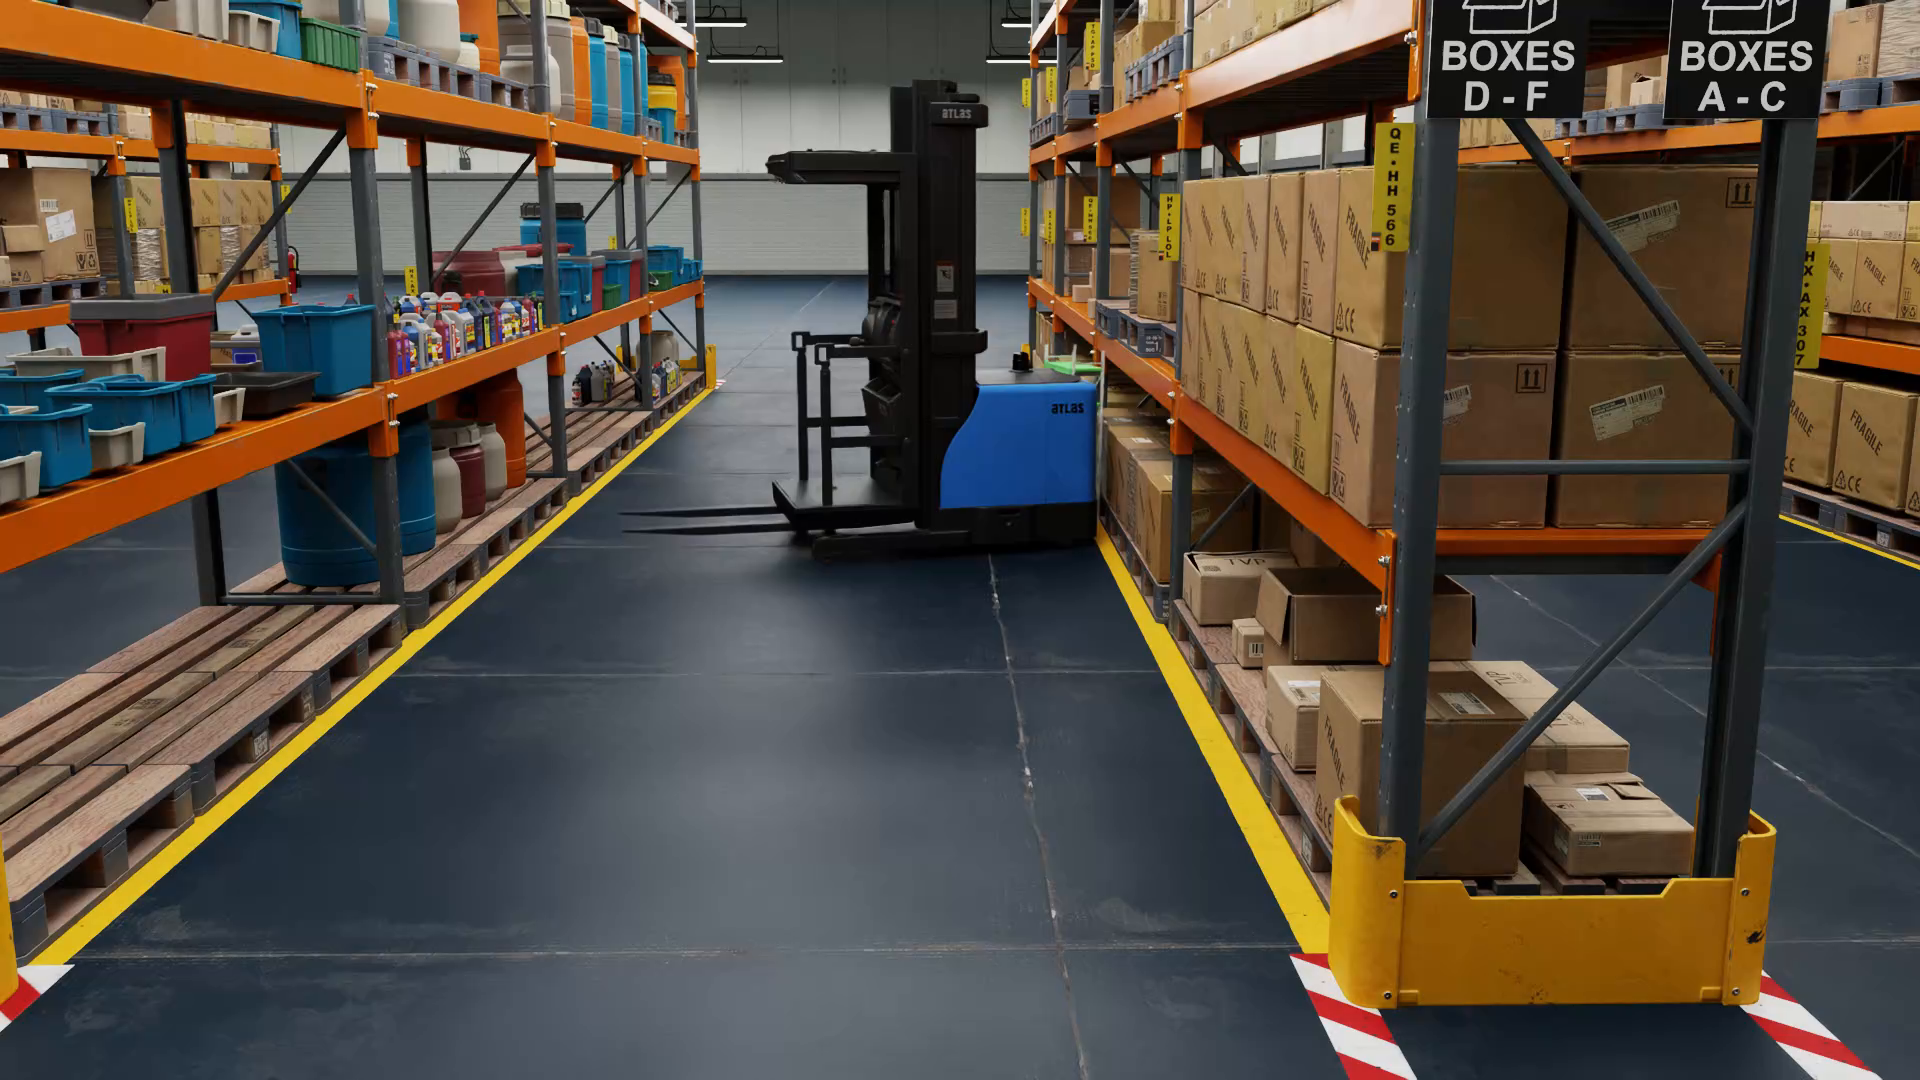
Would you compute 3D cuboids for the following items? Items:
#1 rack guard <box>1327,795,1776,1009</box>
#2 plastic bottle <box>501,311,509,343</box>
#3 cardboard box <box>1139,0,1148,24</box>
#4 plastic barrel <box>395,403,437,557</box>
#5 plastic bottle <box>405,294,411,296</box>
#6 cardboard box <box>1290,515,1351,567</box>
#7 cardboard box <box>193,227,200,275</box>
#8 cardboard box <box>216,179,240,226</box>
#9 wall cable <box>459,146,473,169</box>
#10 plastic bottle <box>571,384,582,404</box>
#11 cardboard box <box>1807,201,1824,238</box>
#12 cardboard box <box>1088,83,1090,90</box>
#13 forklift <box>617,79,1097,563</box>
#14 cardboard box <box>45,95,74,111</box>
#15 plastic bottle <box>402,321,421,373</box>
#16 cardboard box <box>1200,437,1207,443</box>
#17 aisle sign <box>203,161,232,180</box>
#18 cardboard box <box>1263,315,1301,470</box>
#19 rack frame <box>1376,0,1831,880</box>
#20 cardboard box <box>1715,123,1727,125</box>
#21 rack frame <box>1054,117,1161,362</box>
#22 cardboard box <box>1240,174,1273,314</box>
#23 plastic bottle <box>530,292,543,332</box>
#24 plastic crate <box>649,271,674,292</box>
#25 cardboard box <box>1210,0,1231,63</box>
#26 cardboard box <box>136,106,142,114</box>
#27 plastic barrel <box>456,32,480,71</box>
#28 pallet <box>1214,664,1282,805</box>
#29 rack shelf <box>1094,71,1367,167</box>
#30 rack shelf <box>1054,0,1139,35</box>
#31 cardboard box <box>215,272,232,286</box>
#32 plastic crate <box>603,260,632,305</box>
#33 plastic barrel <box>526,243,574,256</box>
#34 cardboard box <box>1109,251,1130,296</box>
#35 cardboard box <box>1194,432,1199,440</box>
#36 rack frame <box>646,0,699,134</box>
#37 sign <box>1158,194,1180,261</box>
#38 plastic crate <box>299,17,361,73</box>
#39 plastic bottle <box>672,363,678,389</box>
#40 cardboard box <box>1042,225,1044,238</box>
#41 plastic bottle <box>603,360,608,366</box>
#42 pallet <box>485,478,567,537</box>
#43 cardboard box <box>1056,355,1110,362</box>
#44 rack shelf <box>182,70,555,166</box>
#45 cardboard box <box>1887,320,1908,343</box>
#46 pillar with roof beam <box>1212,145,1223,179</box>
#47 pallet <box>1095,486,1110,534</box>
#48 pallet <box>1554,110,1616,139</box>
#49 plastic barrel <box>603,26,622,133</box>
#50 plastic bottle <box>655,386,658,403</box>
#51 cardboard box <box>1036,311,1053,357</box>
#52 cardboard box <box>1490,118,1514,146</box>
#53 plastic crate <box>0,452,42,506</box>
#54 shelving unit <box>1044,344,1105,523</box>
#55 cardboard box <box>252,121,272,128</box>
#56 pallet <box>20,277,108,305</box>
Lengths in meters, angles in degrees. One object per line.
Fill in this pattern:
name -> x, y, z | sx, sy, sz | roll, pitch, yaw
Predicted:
rack guard -> 1.671, 1.023, 4.757 | 1.175, 0.500, 0.348 | 0, 11, -1
plastic bottle -> -3.009, -1.396, 10.896 | 0.097, 0.201, 0.097 | 0, 11, 0
cardboard box -> 1.510, -3.699, 11.437 | 0.500, 0.500, 0.500 | 0, 11, -1
plastic barrel -> -3.371, -0.388, 9.651 | 0.600, 0.901, 0.708 | 0, 11, -1
plastic bottle -> -3.798, -1.547, 11.434 | 0.061, 0.283, 0.133 | 0, 11, -1
cardboard box -> 1.886, 0.140, 8.006 | 0.500, 0.500, 0.500 | 0, 11, -1
cardboard box -> -8.513, -3.015, 17.376 | 0.875, 0.500, 0.500 | 0, 11, -1
cardboard box -> -8.280, -3.705, 18.262 | 0.500, 0.500, 0.500 | 0, 11, -1
wall cable -> -14.186, -14.320, 50.459 | 2.305, 6.003, 0.169 | 0, 11, -1
plastic bottle -> -3.846, -1.467, 16.679 | 0.097, 0.201, 0.097 | 0, 11, 0
cardboard box -> 6.212, -2.273, 11.782 | 0.500, 0.250, 0.500 | 0, 11, 0
cardboard box -> 1.428, -4.052, 15.263 | 0.500, 0.250, 0.500 | 1, 12, 5
forklift -> -0.683, -1.408, 10.627 | 3.031, 2.935, 1.130 | -3, 12, -13
cardboard box -> -8.569, -4.165, 15.182 | 0.797, 0.503, 0.637 | -1, 11, -4
plastic bottle -> -2.968, -1.042, 8.976 | 0.097, 0.271, 0.097 | 0, 11, 0
cardboard box -> 1.792, -0.735, 10.434 | 0.500, 0.250, 0.500 | 0, 11, -2
aisle sign -> -8.863, -4.612, 19.710 | 0.394, 0.787, 0.004 | 0, 11, -1
cardboard box -> 1.373, -0.526, 5.855 | 0.500, 0.500, 0.500 | 0, 11, -1
rack frame -> 1.673, -0.186, 4.434 | 1.000, 3.000, 0.127 | 0, 11, -1
cardboard box -> 6.526, -3.586, 13.338 | 0.797, 0.503, 0.637 | 1, 12, 7
rack frame -> 1.425, -2.572, 16.192 | 1.000, 3.000, 0.127 | 0, 11, -1
cardboard box -> 1.352, -1.118, 6.261 | 0.500, 0.500, 0.500 | 0, 11, 1
plastic bottle -> -3.010, -1.621, 11.800 | 0.061, 0.283, 0.133 | 0, 11, -1
plastic crate -> -3.273, -2.719, 17.452 | 0.450, 0.188, 0.662 | 0, 11, -1
cardboard box -> 1.359, -2.181, 7.099 | 0.500, 0.250, 0.500 | 0, 11, -1
cardboard box -> -8.251, -4.242, 16.256 | 0.380, 0.149, 0.250 | -1, 11, -4
plastic barrel -> -3.276, -3.153, 10.802 | 0.301, 0.262, 0.301 | 0, 11, 0
pallet -> 1.632, 0.765, 6.759 | 1.003, 0.211, 1.213 | 0, 11, -1
rack shelf -> 1.549, -2.497, 10.086 | 1.077, 0.370, 4.000 | 0, 11, -1
rack shelf -> 1.466, -4.566, 13.747 | 1.077, 0.370, 4.000 | 0, 11, -1
cardboard box -> -8.214, -2.850, 18.197 | 0.380, 0.149, 0.250 | 0, 11, -1
plastic crate -> -3.194, -2.326, 15.022 | 0.392, 0.384, 0.575 | 0, 11, -1
plastic barrel -> -3.727, -2.428, 15.140 | 0.433, 0.535, 0.433 | 0, 11, 0
cardboard box -> 1.457, -2.159, 13.906 | 0.500, 0.500, 0.500 | -1, 11, -4
cardboard box -> 1.772, -0.479, 11.059 | 0.500, 0.500, 0.500 | -1, 11, -3
rack frame -> -3.610, -6.288, 19.418 | 1.000, 3.000, 0.127 | 0, 11, -1
sign -> 1.036, -1.546, 8.223 | 0.100, 0.325, 0.005 | 0, 11, -1
plastic crate -> -3.051, -2.245, 7.570 | 0.450, 0.188, 0.662 | 0, 11, -1
plastic bottle -> -3.153, -1.787, 18.068 | 0.152, 0.276, 0.135 | -1, 11, -3
cardboard box -> 1.147, -3.553, 19.145 | 0.380, 0.149, 0.250 | 0, 11, -1
plastic bottle -> -3.898, -1.825, 18.236 | 0.061, 0.283, 0.133 | 0, 11, 0
pallet -> -3.387, -0.234, 11.682 | 1.003, 0.211, 1.213 | 0, 11, -1
cardboard box -> 1.185, -1.622, 15.958 | 0.500, 0.311, 0.500 | 0, 11, -1
rack shelf -> -3.403, -2.477, 9.990 | 1.077, 0.370, 4.000 | 0, 11, -1
cardboard box -> 6.290, -1.362, 10.812 | 0.380, 0.149, 0.250 | 0, 11, 0
pillar with roof beam -> 2.374, -10.946, 42.379 | 9.100, 9.000, 0.548 | 0, 11, -1
pallet -> 1.485, -0.262, 11.818 | 1.003, 0.211, 1.213 | 0, 11, -1
pallet -> 6.284, -3.848, 15.409 | 1.213, 0.211, 1.003 | 0, 11, -1
plastic barrel -> -3.286, -4.038, 14.612 | 0.600, 0.901, 0.600 | 0, 11, 0
plastic bottle -> -3.098, -1.482, 16.750 | 0.097, 0.201, 0.097 | 0, 11, 0
cardboard box -> 1.143, -2.386, 19.248 | 0.500, 0.500, 0.500 | 0, 11, -1
cardboard box -> 6.074, -4.533, 18.012 | 0.500, 0.500, 0.500 | 0, 11, 2
plastic crate -> -2.879, -0.182, 4.922 | 0.250, 0.136, 0.298 | 0, 11, -1
shelving unit -> 0.786, -0.750, 11.699 | 0.258, 1.200, 0.503 | -3, 13, -19
cardboard box -> -8.244, -4.865, 19.326 | 0.380, 0.149, 0.250 | 0, 11, -1
pallet -> -8.609, -2.285, 15.262 | 1.003, 0.211, 1.213 | 0, 11, -1
